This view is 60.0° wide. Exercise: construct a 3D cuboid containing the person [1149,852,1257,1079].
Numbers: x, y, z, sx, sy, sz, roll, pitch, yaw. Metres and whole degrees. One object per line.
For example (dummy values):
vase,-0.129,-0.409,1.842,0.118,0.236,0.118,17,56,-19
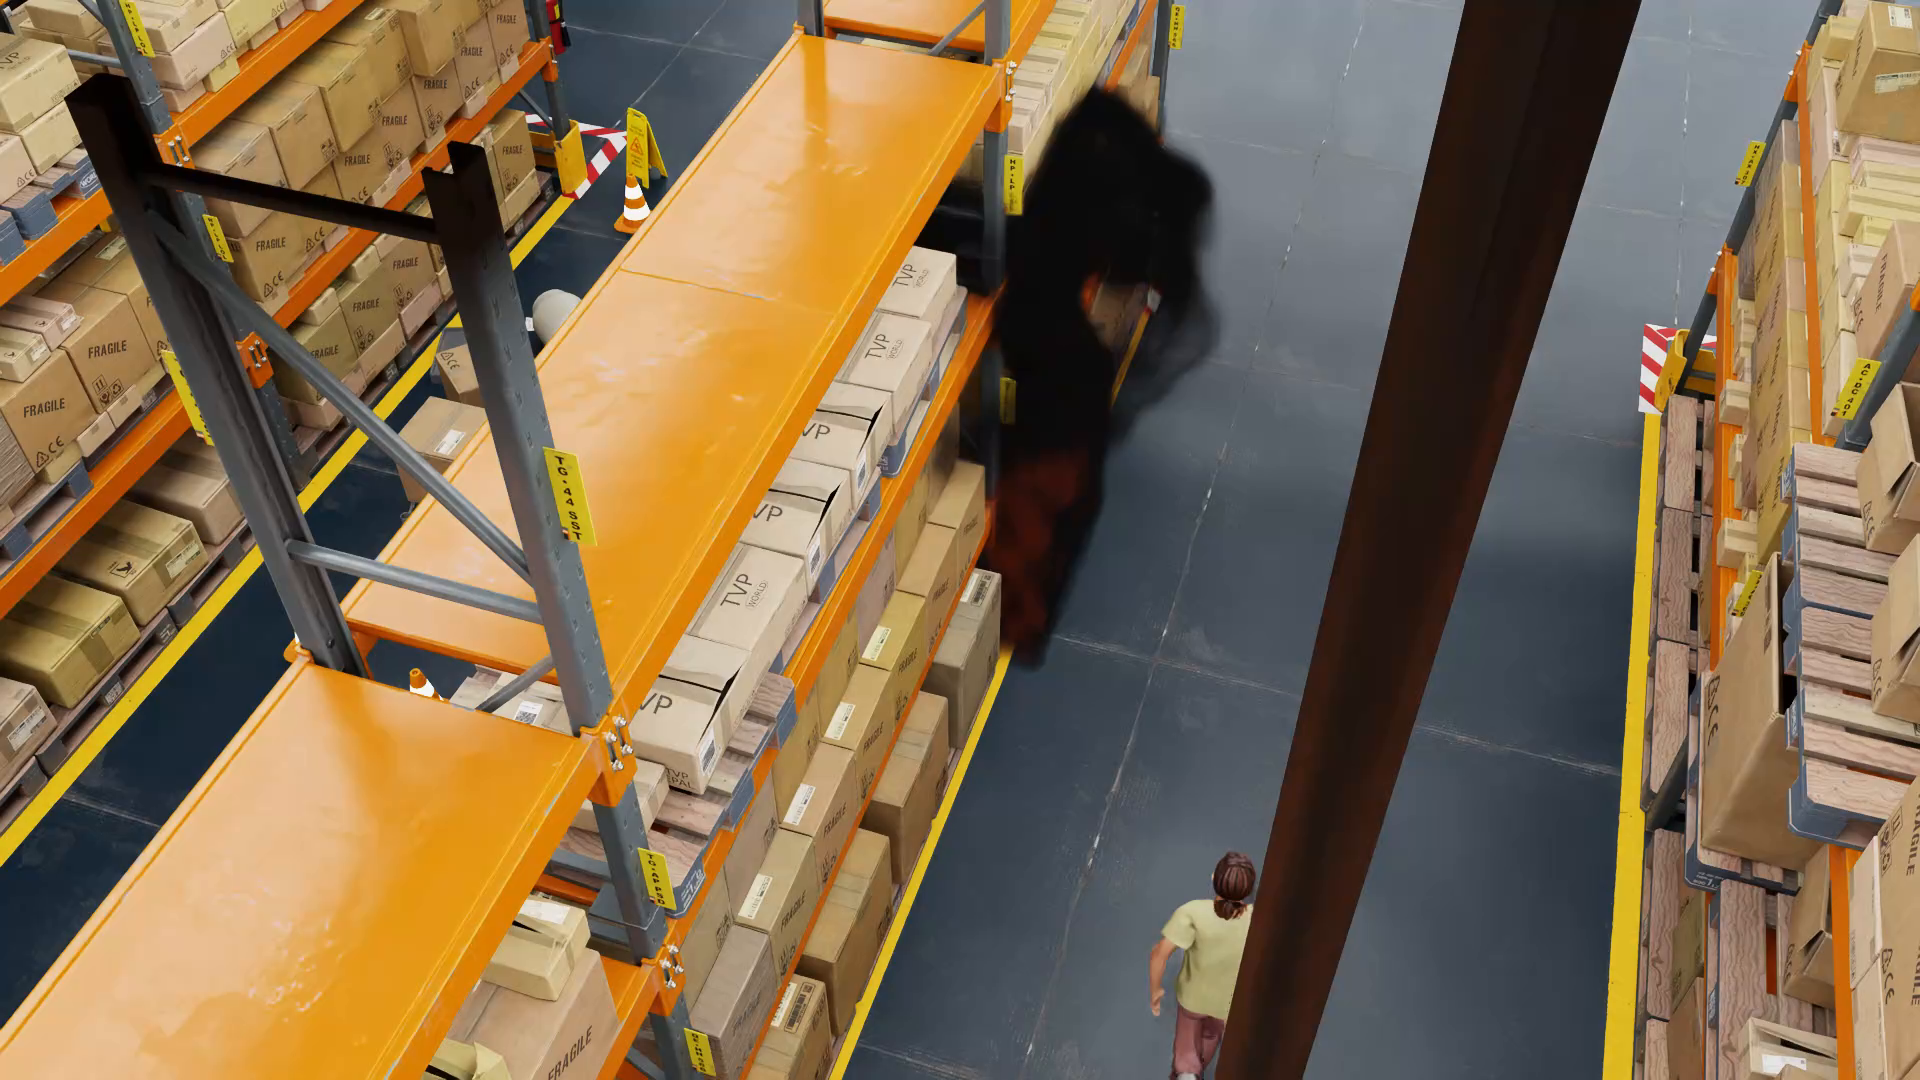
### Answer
person,1.145,2.055,7.631,0.571,1.595,0.677,10,47,10
